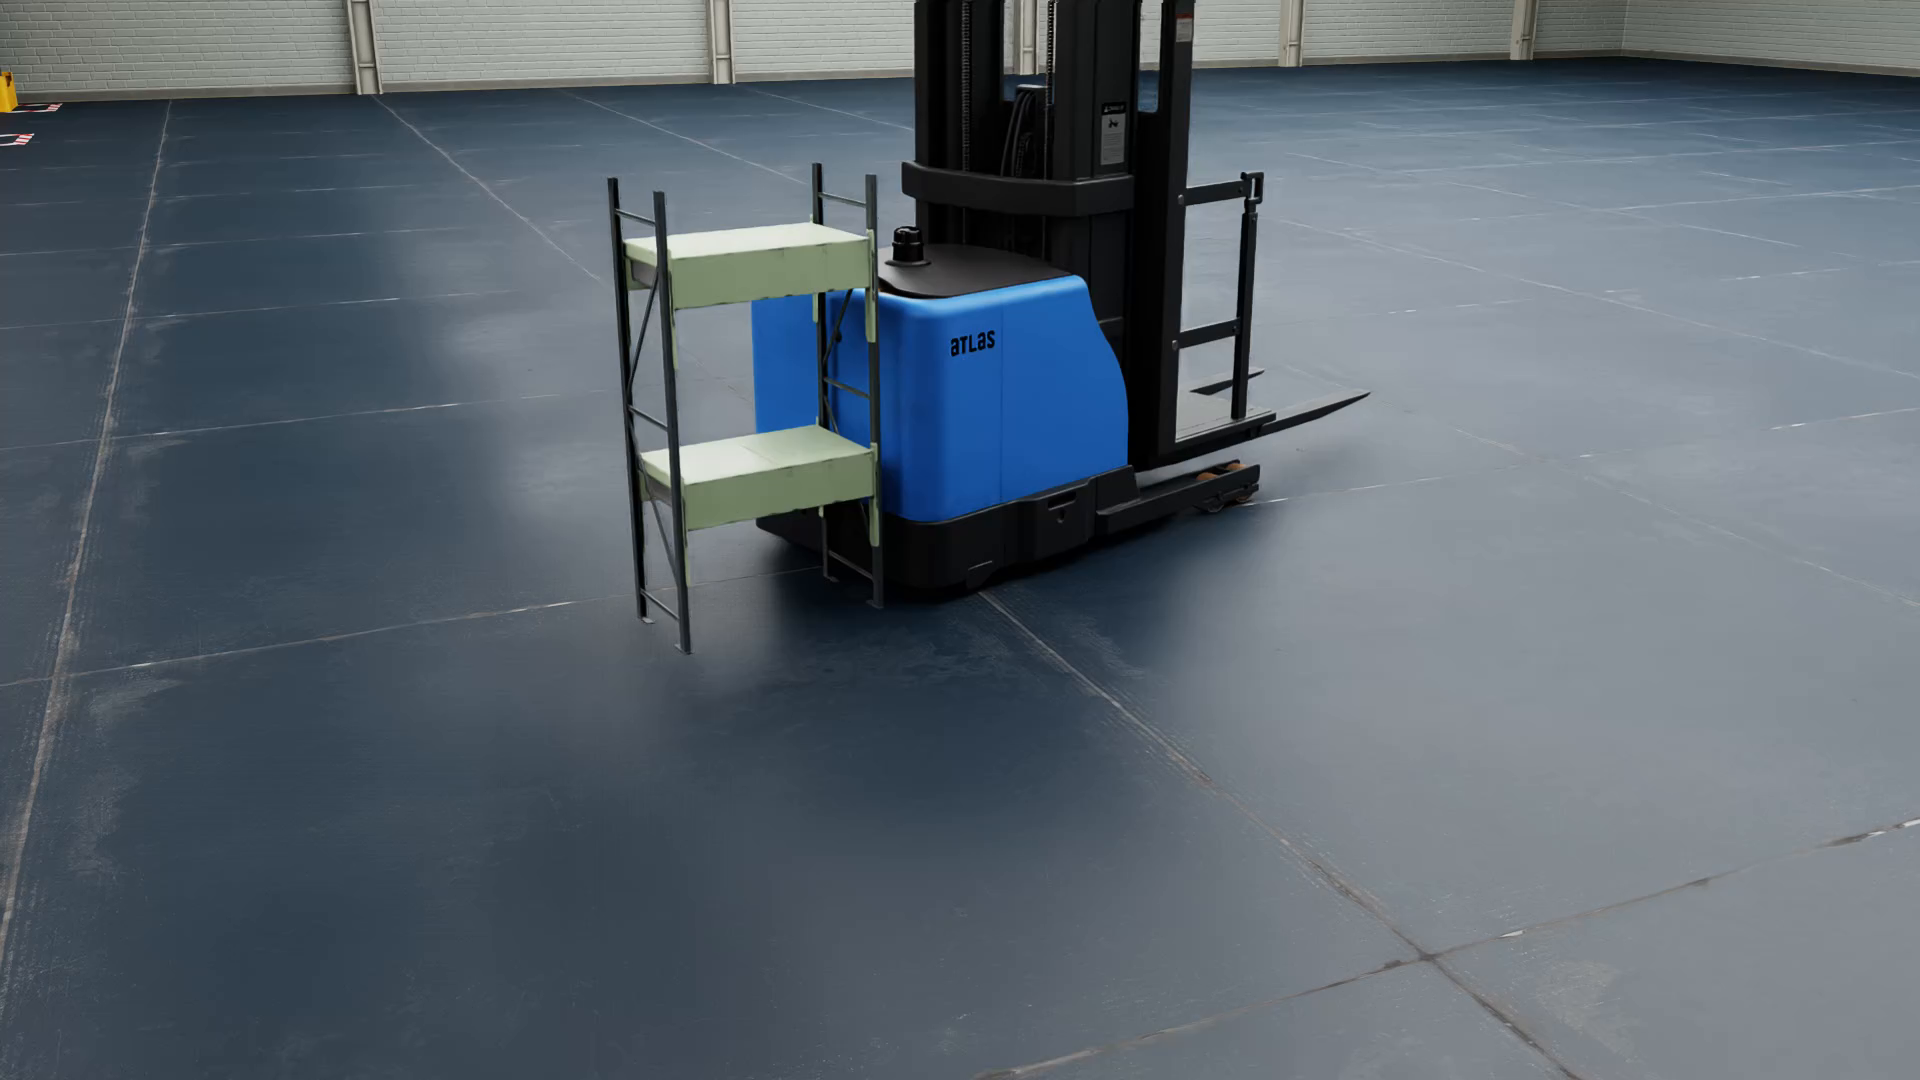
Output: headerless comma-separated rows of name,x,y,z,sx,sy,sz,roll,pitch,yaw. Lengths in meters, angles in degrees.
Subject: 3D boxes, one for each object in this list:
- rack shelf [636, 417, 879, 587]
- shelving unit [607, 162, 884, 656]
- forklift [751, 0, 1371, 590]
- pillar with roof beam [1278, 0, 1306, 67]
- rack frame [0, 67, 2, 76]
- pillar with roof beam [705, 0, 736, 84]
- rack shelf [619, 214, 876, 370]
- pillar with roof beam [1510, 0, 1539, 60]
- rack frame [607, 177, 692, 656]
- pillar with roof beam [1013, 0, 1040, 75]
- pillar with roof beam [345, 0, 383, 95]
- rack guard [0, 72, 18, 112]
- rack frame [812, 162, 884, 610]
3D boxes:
rack shelf,-0.692,-0.145,5.656,0.720,0.370,0.431,-12,23,-31
shelving unit,-0.692,-0.452,5.548,0.755,1.500,0.431,-12,23,-31
forklift,0.616,-1.603,6.663,3.031,2.935,1.130,-18,26,-41
pillar with roof beam,8.481,-12.673,28.964,0.400,9.000,9.100,-8,21,-22
rack frame,-14.264,-7.815,24.202,0.127,3.000,1.000,-8,21,-22
pillar with roof beam,-2.537,-11.094,24.481,0.400,9.000,9.100,-8,21,-22
rack shelf,-0.692,-0.820,5.418,0.720,0.370,0.431,-12,23,-31
pillar with roof beam,13.991,-13.462,31.206,0.400,9.000,9.100,-8,21,-22
rack frame,-0.999,-0.386,5.359,0.023,1.500,0.400,-12,23,-31
pillar with roof beam,2.972,-11.883,26.723,0.400,9.000,9.100,-8,21,-22
pillar with roof beam,-8.046,-10.305,22.239,0.400,9.000,9.100,-8,21,-22
rack guard,-14.242,-6.639,24.626,0.348,0.500,1.175,-8,21,-22
rack frame,-0.386,-0.518,5.736,0.023,1.500,0.400,-12,23,-31
